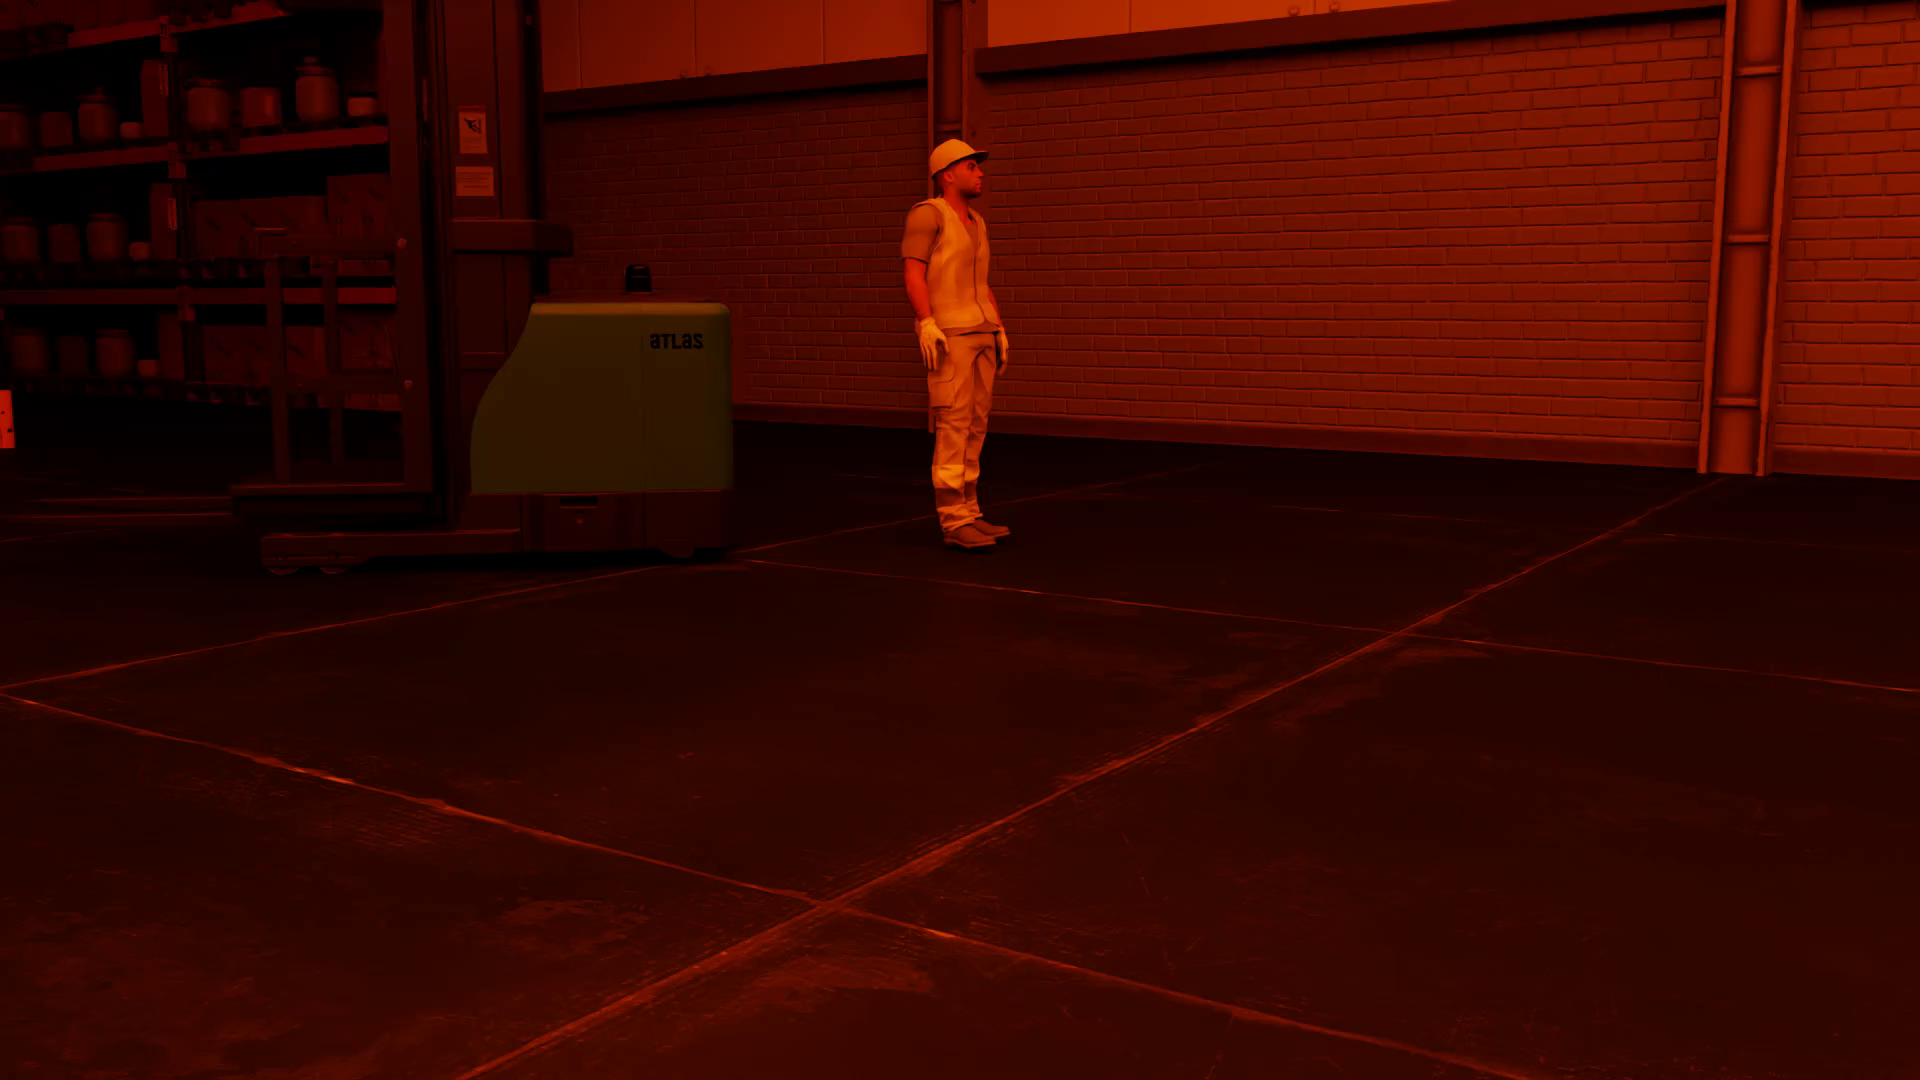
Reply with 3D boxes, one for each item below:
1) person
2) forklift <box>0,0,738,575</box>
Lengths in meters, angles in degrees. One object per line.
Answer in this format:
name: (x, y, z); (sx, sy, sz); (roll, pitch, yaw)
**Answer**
person: (0.061, -0.885, 7.423); (0.562, 1.789, 0.638); (5, 10, 34)
forklift: (-2.492, -1.390, 6.970); (3.031, 2.935, 1.130); (-1, 8, -9)
